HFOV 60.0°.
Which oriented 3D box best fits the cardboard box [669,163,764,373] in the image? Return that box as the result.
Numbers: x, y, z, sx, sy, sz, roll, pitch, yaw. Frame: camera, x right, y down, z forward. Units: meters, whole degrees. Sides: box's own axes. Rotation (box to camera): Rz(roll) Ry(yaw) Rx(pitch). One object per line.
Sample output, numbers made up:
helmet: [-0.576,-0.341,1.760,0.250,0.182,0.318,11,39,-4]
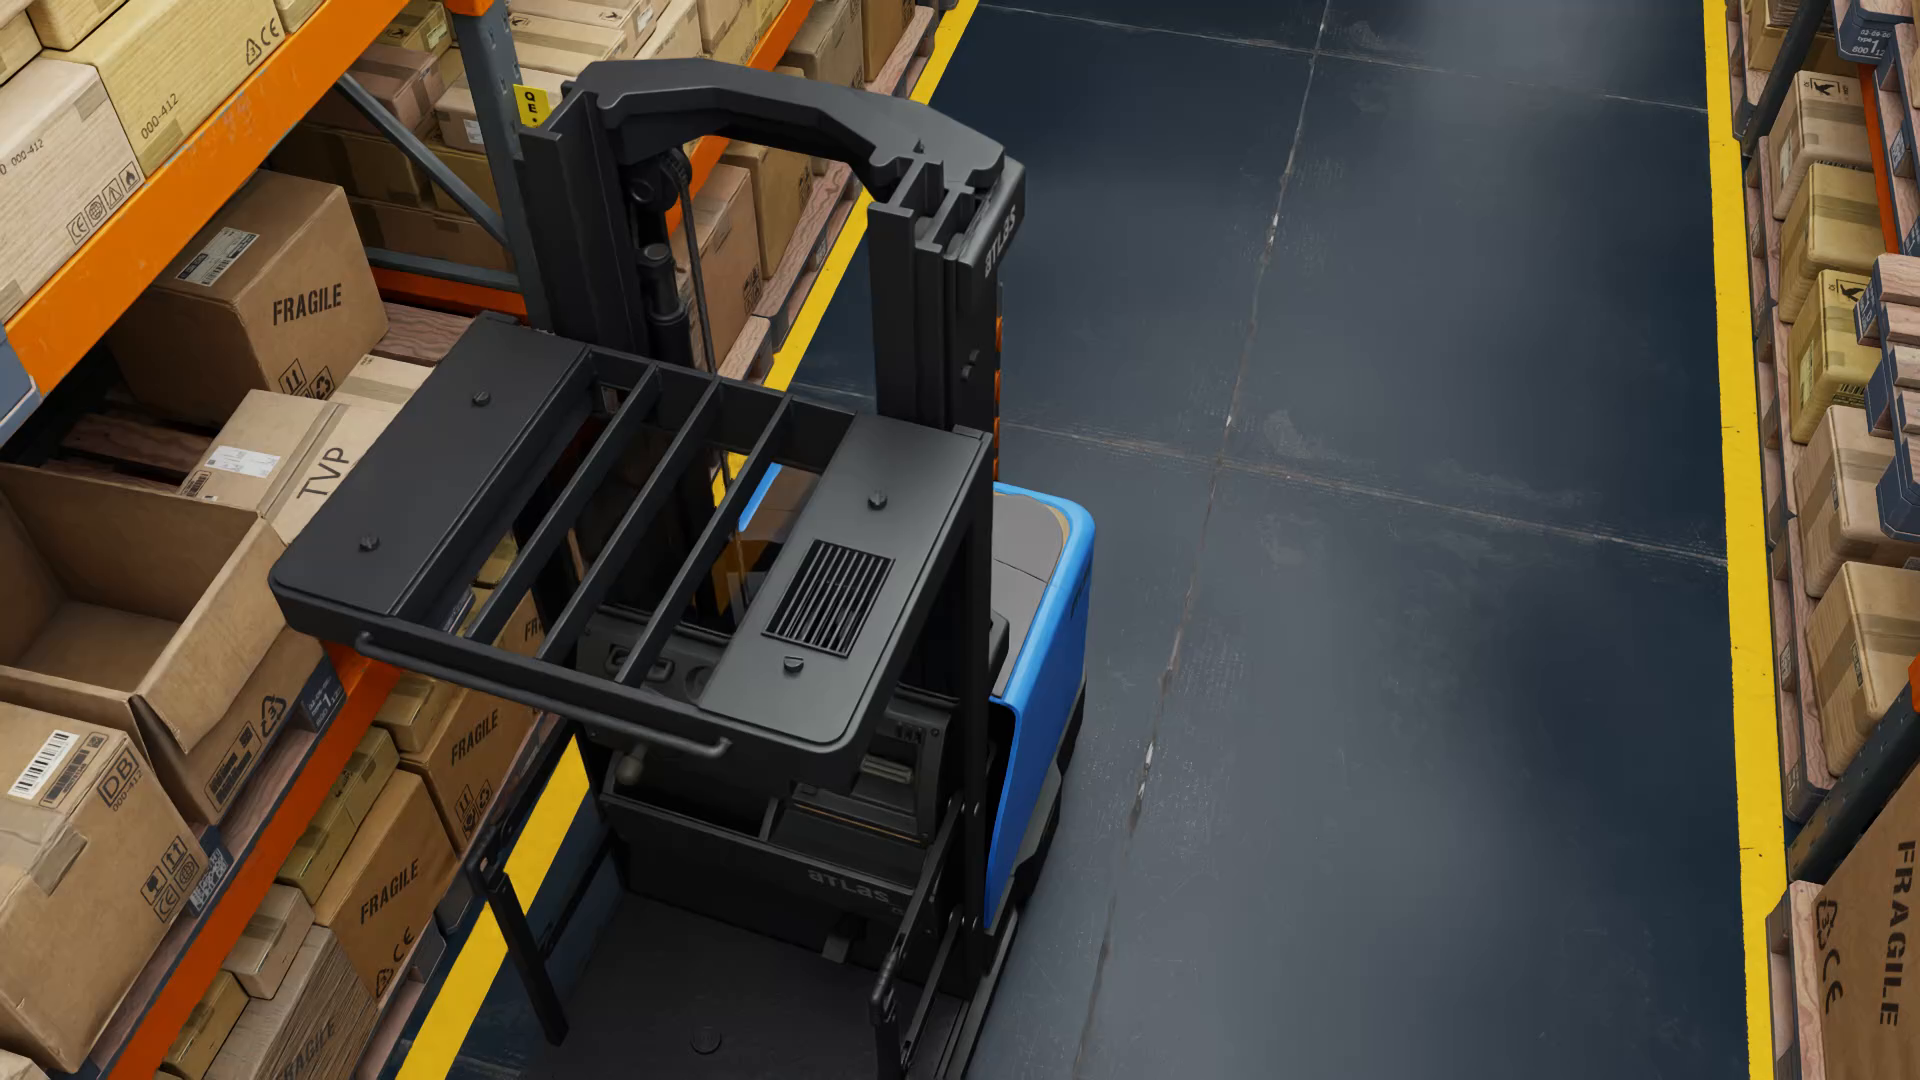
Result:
cardboard box: [-1.316,-1.099,6.523,0.875,0.625,0.625,13,50,11]

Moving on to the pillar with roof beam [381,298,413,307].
pillar with roof beam: [1.969,-3.080,2.966,9.100,9.000,0.400,12,50,10]

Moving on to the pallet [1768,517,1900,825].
pallet: [3.339,0.511,5.658,1.003,0.211,1.213,12,50,10]

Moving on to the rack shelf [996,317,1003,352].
rack shelf: [-0.044,-0.537,5.400,0.258,0.148,0.480,12,50,10]

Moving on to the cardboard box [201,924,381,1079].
cardboard box: [-1.958,1.331,4.462,0.500,0.500,0.500,10,49,9]

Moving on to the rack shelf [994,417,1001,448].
rack shelf: [-0.044,-0.233,5.745,0.258,0.148,0.480,12,50,10]

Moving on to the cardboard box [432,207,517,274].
cardboard box: [-1.306,-1.047,5.273,0.500,0.250,0.500,12,50,10]

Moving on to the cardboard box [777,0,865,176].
cardboard box: [-0.944,-2.131,7.434,0.875,0.625,0.625,11,50,10]

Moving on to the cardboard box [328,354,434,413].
cardboard box: [-1.461,-0.329,4.427,0.380,0.149,0.250,12,50,11]

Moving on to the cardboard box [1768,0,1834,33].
cardboard box: [4.081,-2.698,7.684,0.500,0.500,0.500,11,49,10]

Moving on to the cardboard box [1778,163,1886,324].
cardboard box: [3.863,-1.109,6.701,0.950,0.372,0.625,14,50,12]

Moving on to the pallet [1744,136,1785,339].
pallet: [3.981,-1.254,7.216,1.003,0.211,1.213,12,50,10]

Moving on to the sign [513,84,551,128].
sign: [-1.132,-1.080,4.483,0.100,0.325,0.005,12,50,10]

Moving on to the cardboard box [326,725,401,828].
cardboard box: [-1.811,0.624,4.653,0.380,0.149,0.250,13,50,11]

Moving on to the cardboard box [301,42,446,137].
cardboard box: [-1.768,-1.347,4.938,0.380,0.149,0.250,13,50,11]

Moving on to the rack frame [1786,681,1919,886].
rack frame: [3.131,0.153,4.114,1.000,3.000,0.127,12,50,10]

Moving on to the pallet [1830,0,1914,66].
pallet: [3.843,-2.152,6.277,1.003,0.211,1.213,12,50,10]

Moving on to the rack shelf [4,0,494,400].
rack shelf: [-2.185,-0.131,2.845,1.077,0.370,4.000,12,50,10]

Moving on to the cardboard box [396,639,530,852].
cardboard box: [-1.704,0.573,5.131,0.500,0.500,0.500,11,49,9]

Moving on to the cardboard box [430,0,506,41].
cardboard box: [-1.680,-1.733,5.280,0.380,0.149,0.250,12,50,10]

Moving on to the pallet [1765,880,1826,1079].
pallet: [2.851,1.631,4.669,1.003,0.211,1.213,12,50,10]

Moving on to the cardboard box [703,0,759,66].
cardboard box: [-1.040,-1.783,5.923,0.500,0.250,0.500,10,49,9]

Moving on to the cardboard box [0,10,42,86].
cardboard box: [-1.837,-0.867,2.848,0.380,0.149,0.250,12,50,10]

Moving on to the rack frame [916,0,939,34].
rack frame: [-0.605,-3.717,7.530,1.000,3.000,0.127,12,50,10]

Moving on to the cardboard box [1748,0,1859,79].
cardboard box: [4.081,-2.450,7.965,0.500,0.250,0.500,14,50,12]

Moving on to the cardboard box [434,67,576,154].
cardboard box: [-1.290,-1.244,4.848,0.380,0.149,0.250,13,50,11]

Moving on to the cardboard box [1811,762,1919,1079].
cardboard box: [2.869,1.201,4.327,0.875,0.875,0.875,11,50,10]

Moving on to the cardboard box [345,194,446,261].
cardboard box: [-1.787,-1.150,5.364,0.500,0.250,0.500,11,49,9]

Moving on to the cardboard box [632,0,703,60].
cardboard box: [-1.173,-1.574,5.405,0.500,0.250,0.500,13,50,11]

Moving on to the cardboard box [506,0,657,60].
cardboard box: [-1.178,-1.628,5.187,0.380,0.149,0.250,13,50,11]

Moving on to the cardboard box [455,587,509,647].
cardboard box: [-1.586,0.261,4.974,0.380,0.149,0.250,9,49,8]

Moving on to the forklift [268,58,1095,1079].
forklift: [-0.548,0.565,3.796,1.130,2.935,3.031,15,50,13]

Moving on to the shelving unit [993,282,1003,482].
shelving unit: [-0.044,-0.277,5.694,0.258,1.200,0.503,12,50,10]

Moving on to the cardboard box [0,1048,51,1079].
cardboard box: [-1.975,1.046,3.136,0.396,0.266,0.258,14,50,12]

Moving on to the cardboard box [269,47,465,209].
cardboard box: [-1.808,-1.319,5.180,0.500,0.250,0.500,13,50,11]

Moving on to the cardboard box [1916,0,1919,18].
cardboard box: [3.510,-2.011,5.479,0.500,0.500,0.500,11,50,10]

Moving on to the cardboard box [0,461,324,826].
cardboard box: [-1.909,0.220,3.706,0.797,0.503,0.637,11,49,9]

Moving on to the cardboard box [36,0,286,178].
cardboard box: [-1.691,-0.984,3.217,0.500,0.250,0.500,12,50,10]

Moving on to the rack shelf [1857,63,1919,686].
rack shelf: [3.658,-1.055,5.661,1.077,0.370,4.000,12,50,10]

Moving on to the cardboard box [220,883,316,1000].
cardboard box: [-1.920,1.011,4.312,0.380,0.149,0.250,9,49,8]

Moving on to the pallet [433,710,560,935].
pallet: [-1.891,0.632,5.552,1.003,0.211,1.213,12,50,10]

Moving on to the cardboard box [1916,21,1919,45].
cardboard box: [3.484,-1.703,5.640,0.380,0.149,0.250,12,50,10]

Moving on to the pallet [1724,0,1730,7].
pallet: [4.646,-3.195,8.929,1.003,0.211,1.213,12,50,10]

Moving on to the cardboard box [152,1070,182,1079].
cardboard box: [-2.077,1.379,3.986,0.380,0.149,0.250,13,50,11]

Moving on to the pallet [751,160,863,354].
pallet: [-1.081,-1.368,7.317,1.003,0.211,1.213,12,50,10]

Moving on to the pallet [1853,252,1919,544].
pallet: [3.216,-0.320,4.660,1.213,0.211,1.003,12,50,10]

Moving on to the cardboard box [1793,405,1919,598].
cardboard box: [3.476,-0.058,5.773,0.950,0.372,0.625,11,49,9]

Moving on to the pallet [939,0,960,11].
pallet: [-0.356,-3.361,9.076,1.003,0.211,1.213,12,50,10]
